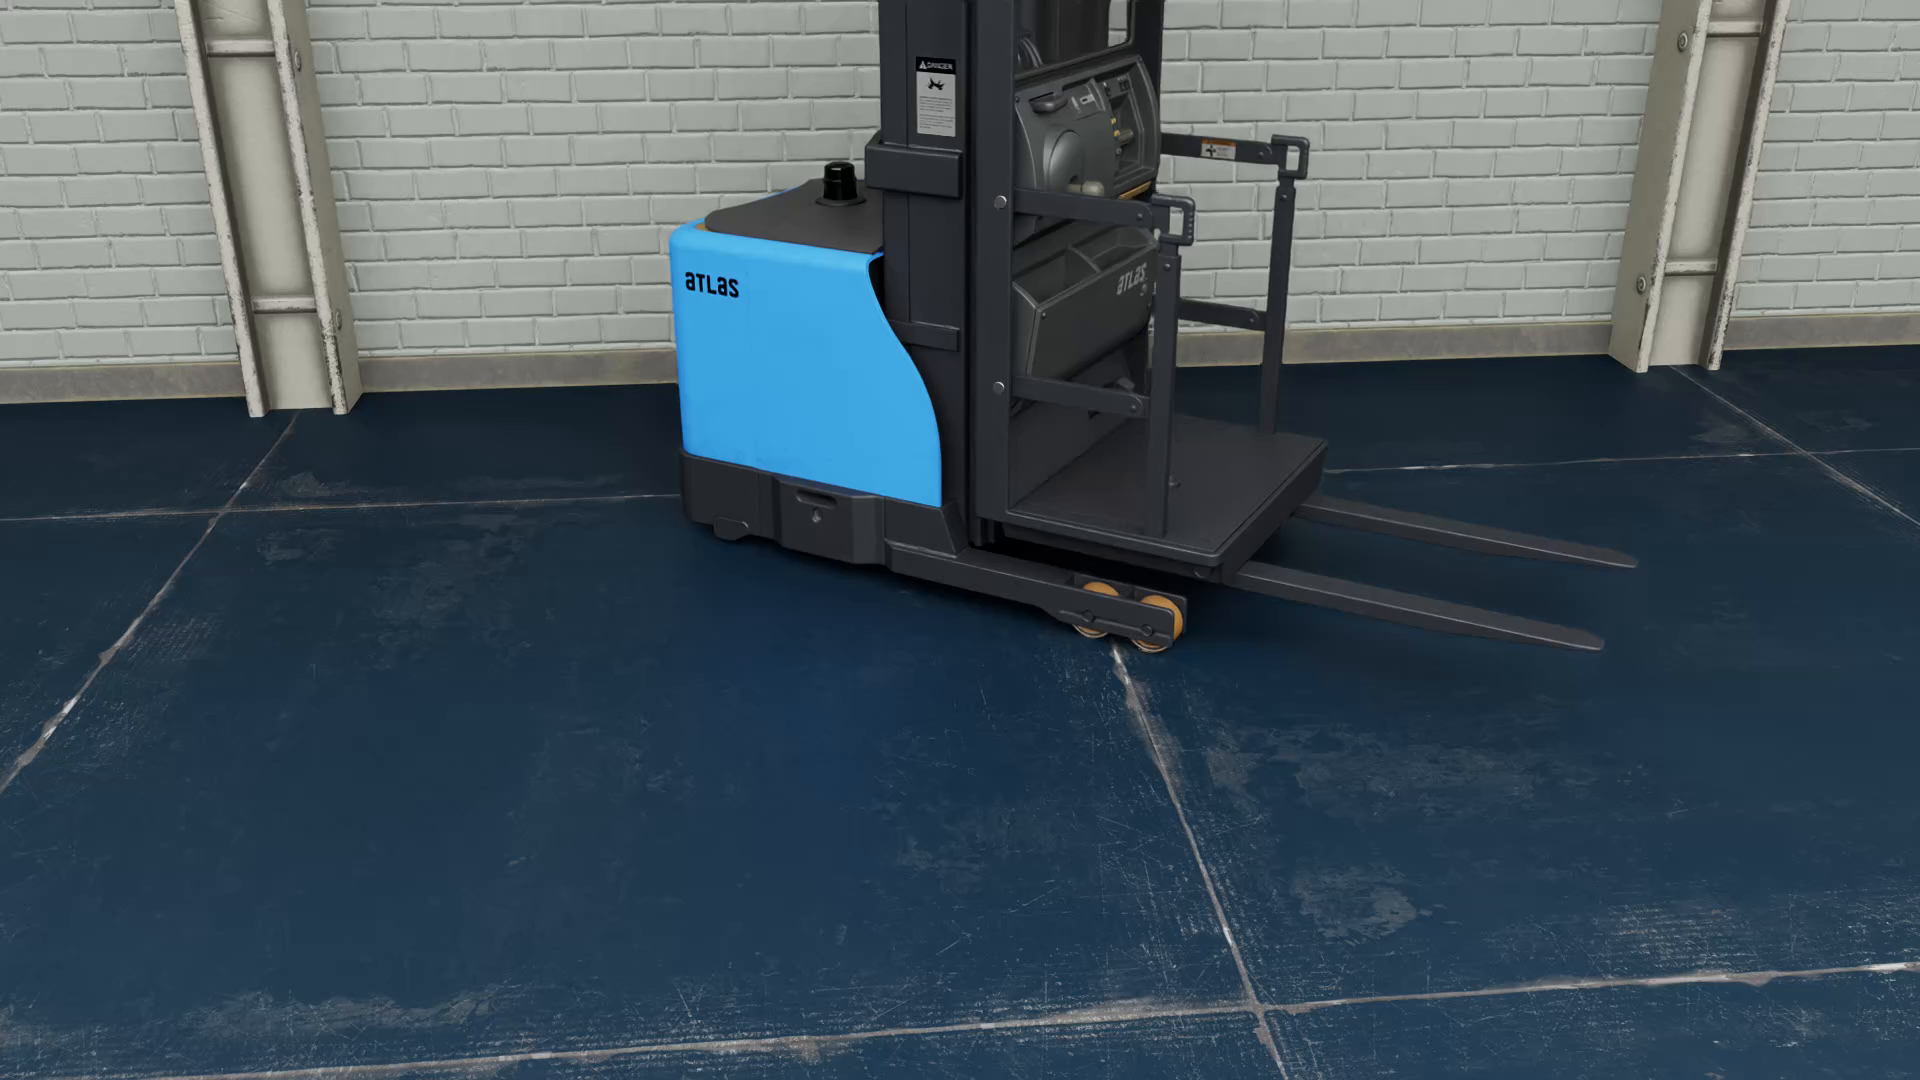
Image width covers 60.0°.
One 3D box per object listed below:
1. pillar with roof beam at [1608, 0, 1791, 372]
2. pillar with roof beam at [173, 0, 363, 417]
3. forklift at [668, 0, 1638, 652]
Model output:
[{"bbox_3d":[3.627,-3.192,1.852,0.400,9.000,9.100,-2,24,-5],"label":"pillar with roof beam"},{"bbox_3d":[-2.344,-2.953,1.313,0.400,9.000,9.100,-2,24,-5],"label":"pillar with roof beam"},{"bbox_3d":[0.578,-1.250,4.953,3.031,2.935,1.130,13,27,26],"label":"forklift"}]
